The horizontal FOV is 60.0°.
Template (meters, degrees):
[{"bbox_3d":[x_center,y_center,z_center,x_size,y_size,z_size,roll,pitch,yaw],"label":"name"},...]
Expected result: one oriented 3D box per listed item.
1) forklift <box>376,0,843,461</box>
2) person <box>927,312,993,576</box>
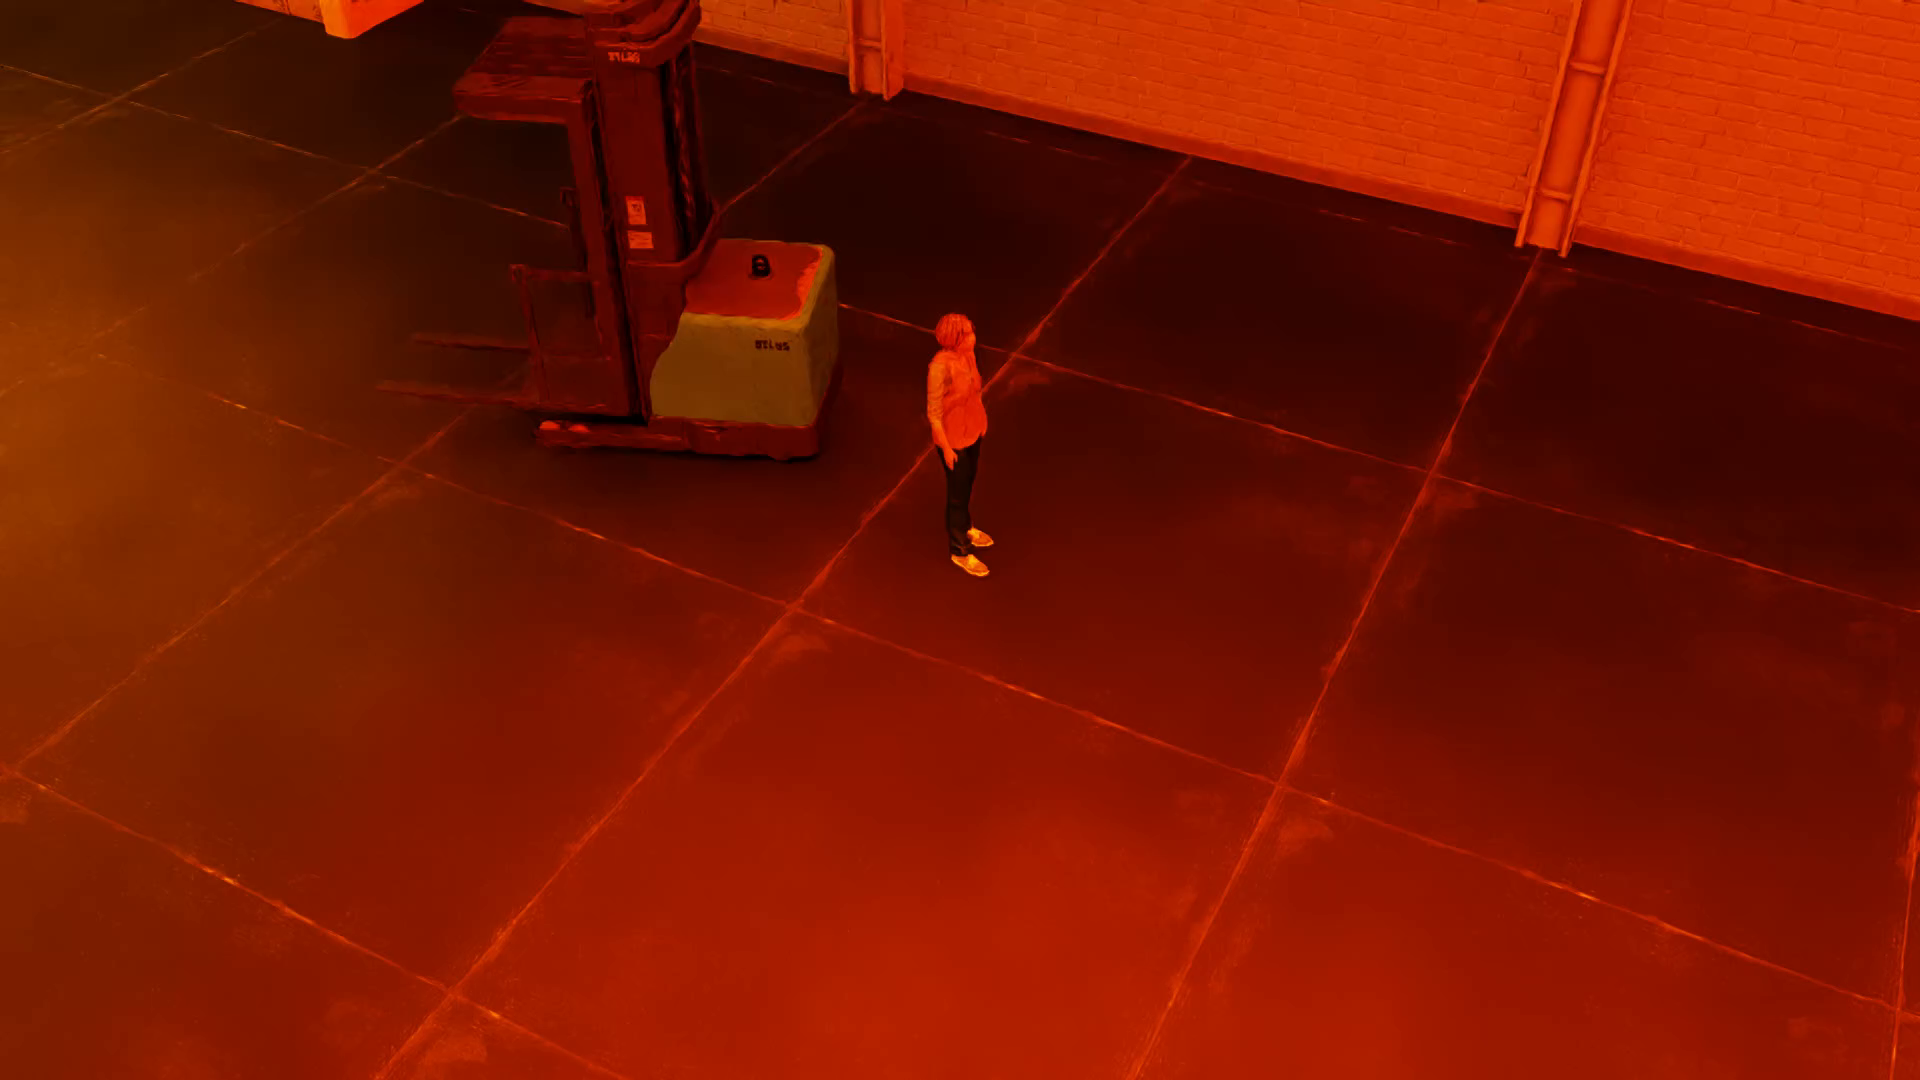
[{"bbox_3d":[-2.366,-2.055,10.426,3.031,2.935,1.130,5,40,6],"label":"forklift"},{"bbox_3d":[0.060,-0.586,9.707,0.474,1.597,0.520,18,43,21],"label":"person"}]
